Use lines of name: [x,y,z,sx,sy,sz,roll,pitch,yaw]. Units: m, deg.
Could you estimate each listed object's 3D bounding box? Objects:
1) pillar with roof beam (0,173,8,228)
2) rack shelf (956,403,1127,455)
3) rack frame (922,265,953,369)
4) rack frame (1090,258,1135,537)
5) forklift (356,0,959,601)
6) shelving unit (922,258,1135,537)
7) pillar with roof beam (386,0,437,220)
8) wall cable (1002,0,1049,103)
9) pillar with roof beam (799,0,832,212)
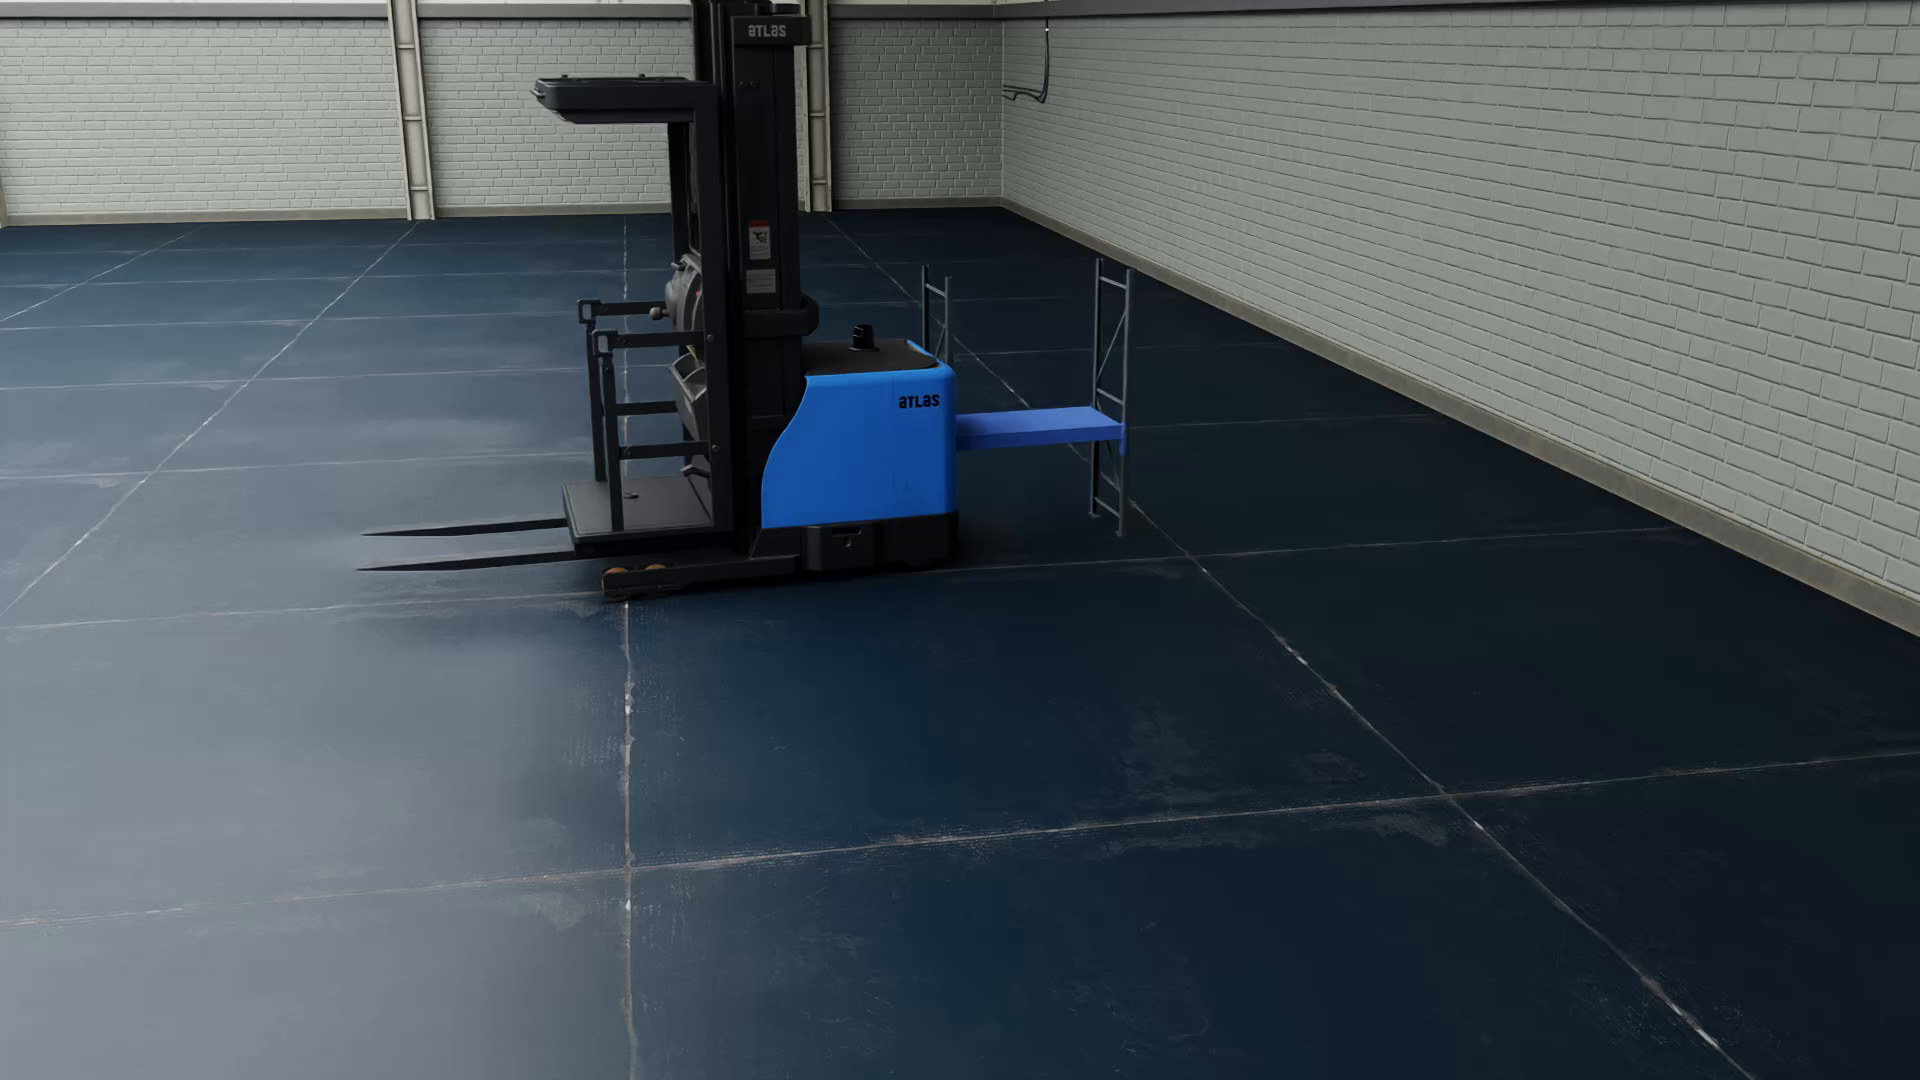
pillar with roof beam: [-13.196,-7.584,18.677,0.400,9.000,9.100,-3,17,-10]
rack shelf: [0.365,-0.589,9.287,1.000,0.185,0.538,-5,18,-16]
rack frame: [-0.122,-0.718,9.096,0.032,1.500,0.500,-5,18,-16]
rack frame: [0.853,-0.803,9.372,0.032,1.500,0.500,-5,18,-16]
forklift: [-1.583,-1.267,8.446,3.031,2.935,1.130,-5,18,-16]
shelving unit: [0.365,-0.761,9.234,1.048,1.500,0.538,-5,18,-16]
pillar with roof beam: [-7.304,-7.918,19.765,0.400,9.000,9.100,-3,17,-10]
wall cable: [0.913,-7.792,24.642,0.112,2.526,3.097,-3,17,-10]
pillar with roof beam: [-1.413,-8.252,20.853,0.400,9.000,9.100,-3,17,-10]
